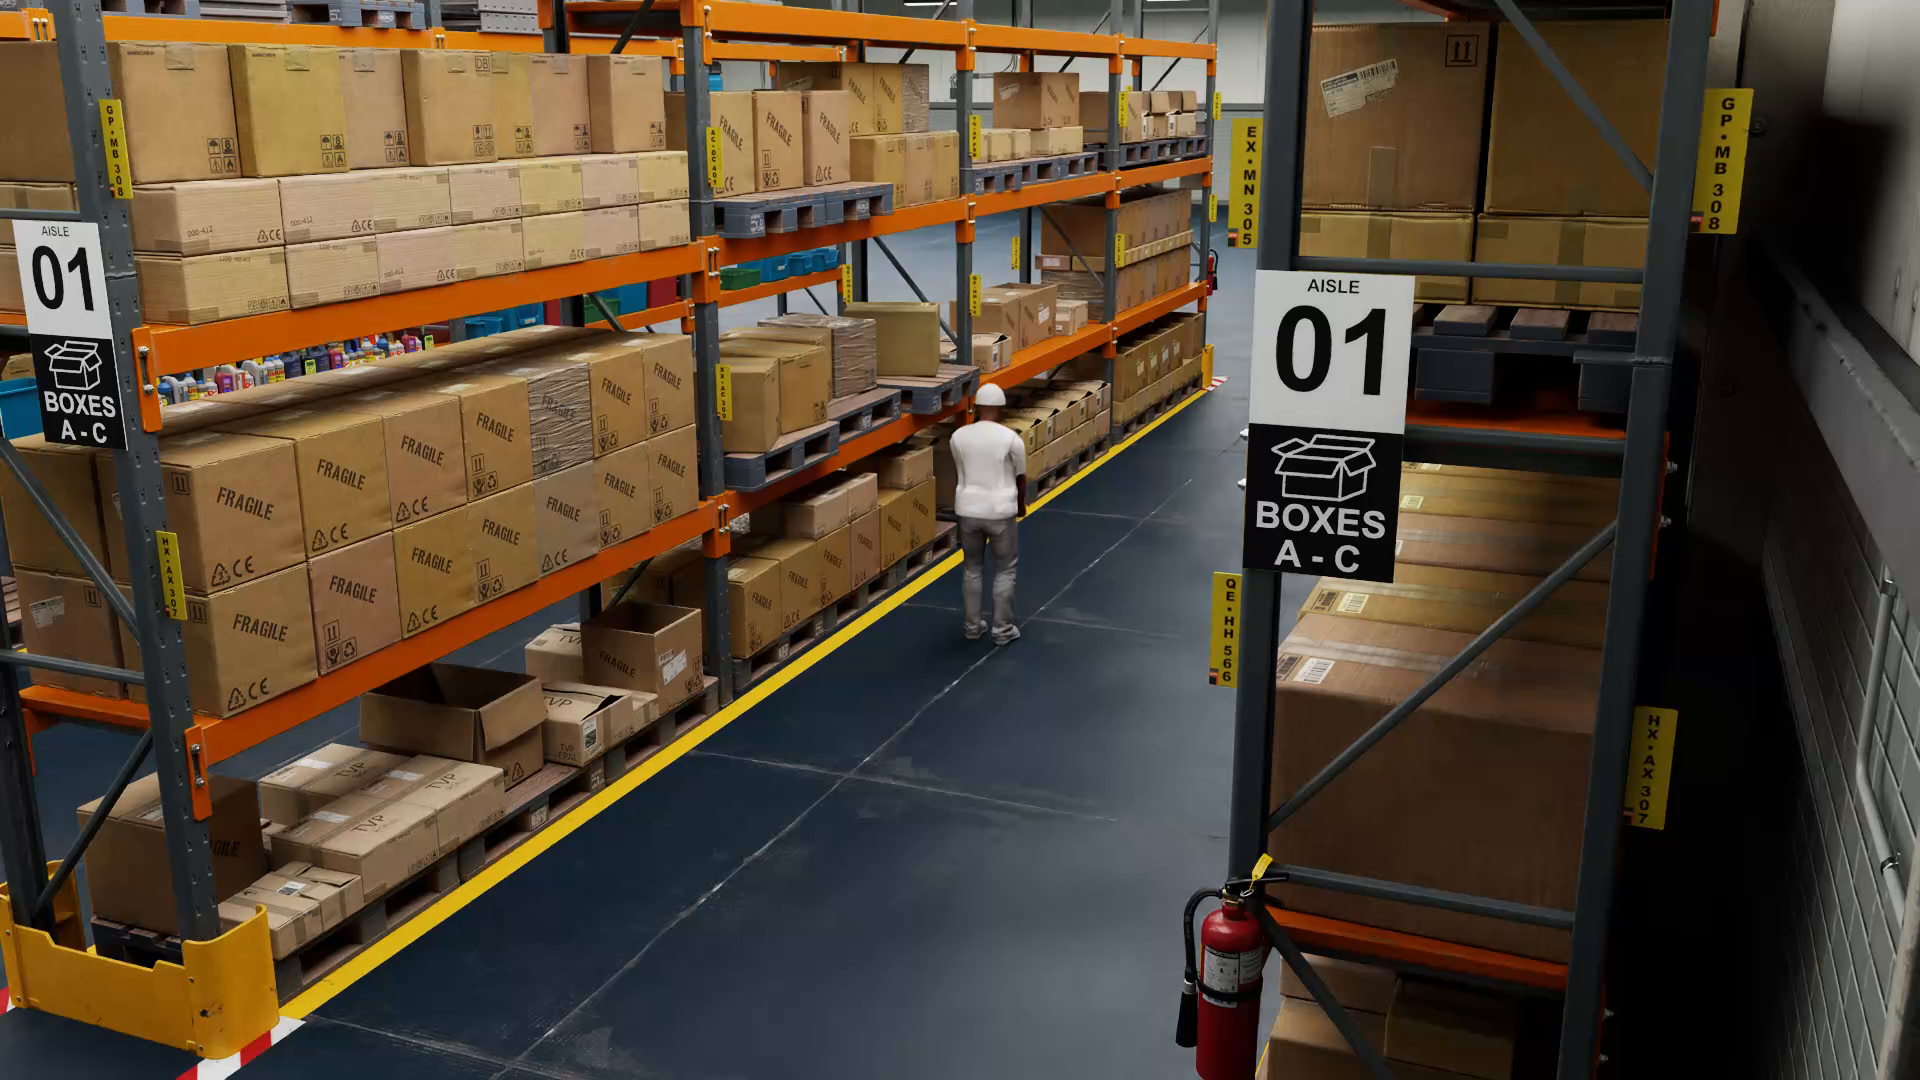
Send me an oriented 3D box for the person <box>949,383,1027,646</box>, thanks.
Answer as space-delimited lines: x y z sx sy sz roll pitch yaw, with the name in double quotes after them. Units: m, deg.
0.204 -0.193 11.210 0.505 1.750 0.582 5 16 19 "person"
